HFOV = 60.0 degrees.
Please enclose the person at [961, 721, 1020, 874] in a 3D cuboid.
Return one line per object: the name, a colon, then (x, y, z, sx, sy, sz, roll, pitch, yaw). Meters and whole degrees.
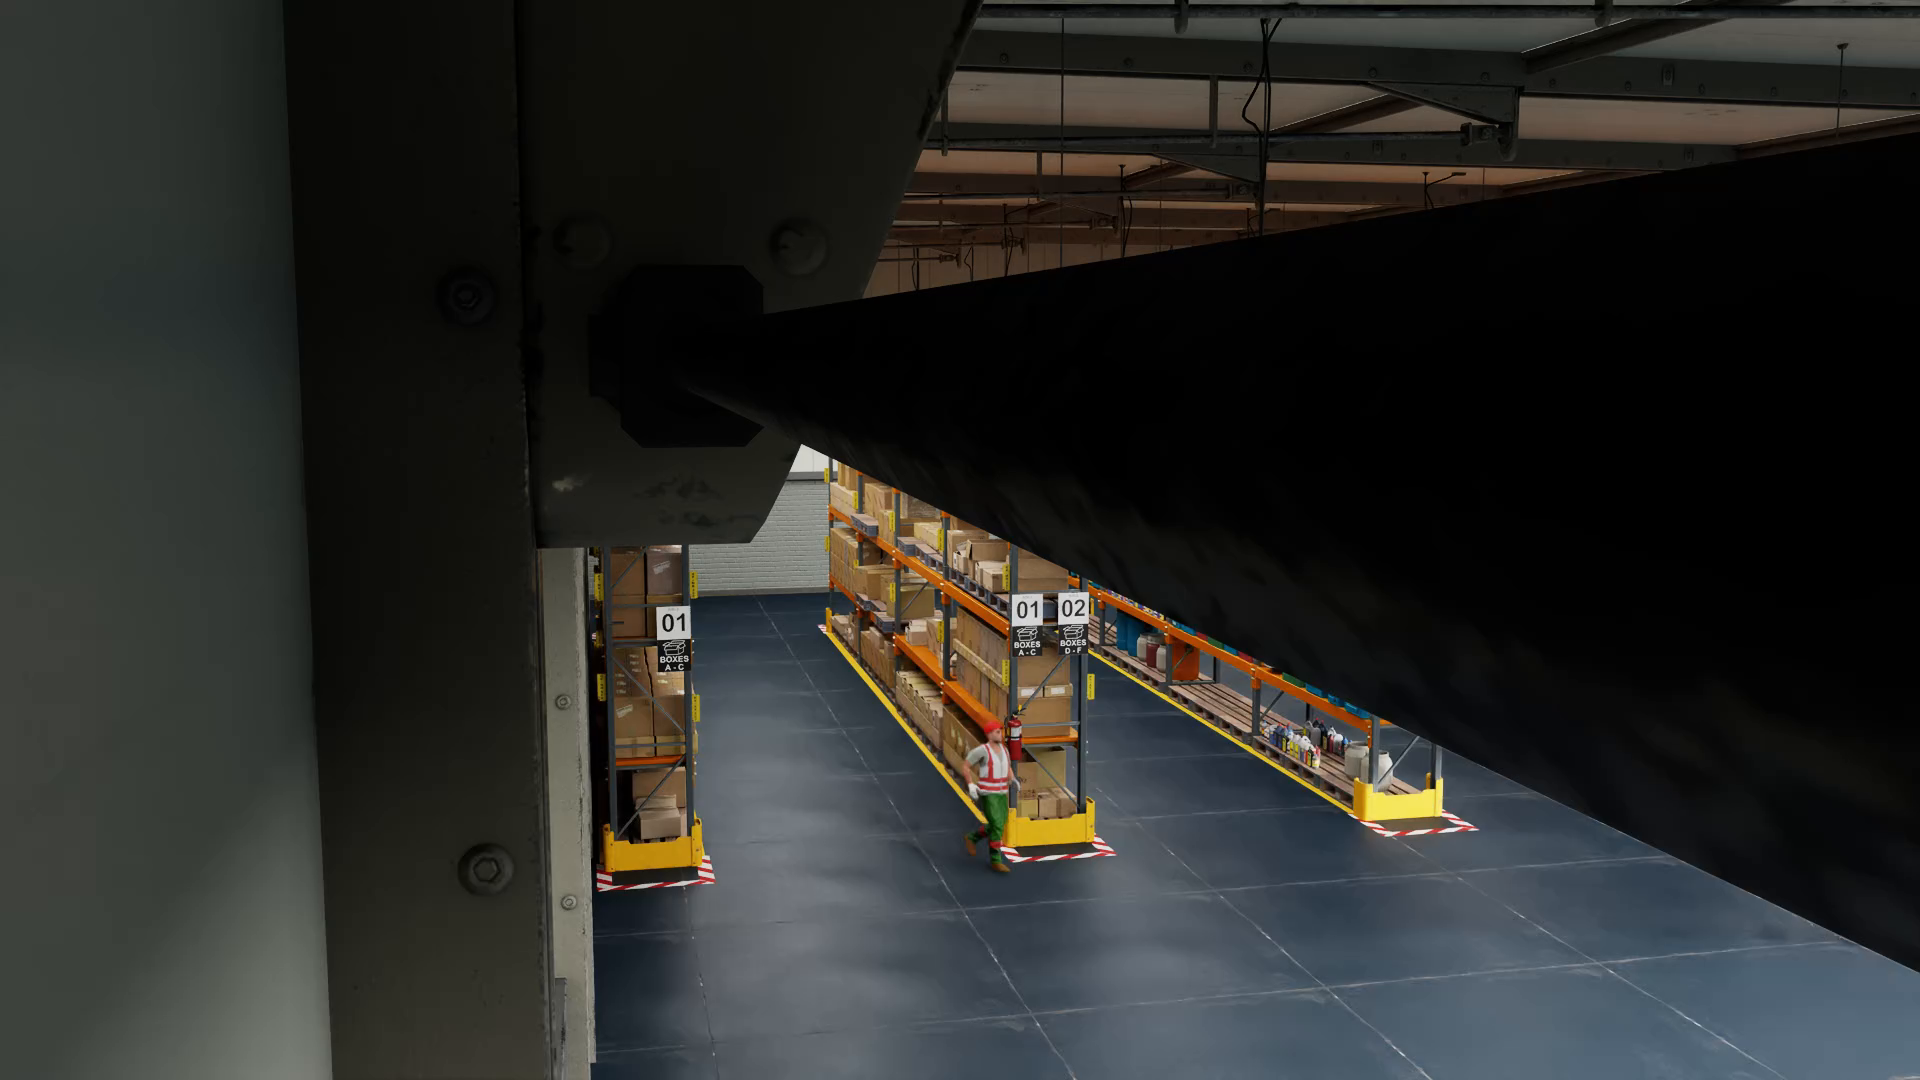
person: (0.399, 3.082, 20.160, 0.722, 1.763, 0.781, -7, 10, -44)
